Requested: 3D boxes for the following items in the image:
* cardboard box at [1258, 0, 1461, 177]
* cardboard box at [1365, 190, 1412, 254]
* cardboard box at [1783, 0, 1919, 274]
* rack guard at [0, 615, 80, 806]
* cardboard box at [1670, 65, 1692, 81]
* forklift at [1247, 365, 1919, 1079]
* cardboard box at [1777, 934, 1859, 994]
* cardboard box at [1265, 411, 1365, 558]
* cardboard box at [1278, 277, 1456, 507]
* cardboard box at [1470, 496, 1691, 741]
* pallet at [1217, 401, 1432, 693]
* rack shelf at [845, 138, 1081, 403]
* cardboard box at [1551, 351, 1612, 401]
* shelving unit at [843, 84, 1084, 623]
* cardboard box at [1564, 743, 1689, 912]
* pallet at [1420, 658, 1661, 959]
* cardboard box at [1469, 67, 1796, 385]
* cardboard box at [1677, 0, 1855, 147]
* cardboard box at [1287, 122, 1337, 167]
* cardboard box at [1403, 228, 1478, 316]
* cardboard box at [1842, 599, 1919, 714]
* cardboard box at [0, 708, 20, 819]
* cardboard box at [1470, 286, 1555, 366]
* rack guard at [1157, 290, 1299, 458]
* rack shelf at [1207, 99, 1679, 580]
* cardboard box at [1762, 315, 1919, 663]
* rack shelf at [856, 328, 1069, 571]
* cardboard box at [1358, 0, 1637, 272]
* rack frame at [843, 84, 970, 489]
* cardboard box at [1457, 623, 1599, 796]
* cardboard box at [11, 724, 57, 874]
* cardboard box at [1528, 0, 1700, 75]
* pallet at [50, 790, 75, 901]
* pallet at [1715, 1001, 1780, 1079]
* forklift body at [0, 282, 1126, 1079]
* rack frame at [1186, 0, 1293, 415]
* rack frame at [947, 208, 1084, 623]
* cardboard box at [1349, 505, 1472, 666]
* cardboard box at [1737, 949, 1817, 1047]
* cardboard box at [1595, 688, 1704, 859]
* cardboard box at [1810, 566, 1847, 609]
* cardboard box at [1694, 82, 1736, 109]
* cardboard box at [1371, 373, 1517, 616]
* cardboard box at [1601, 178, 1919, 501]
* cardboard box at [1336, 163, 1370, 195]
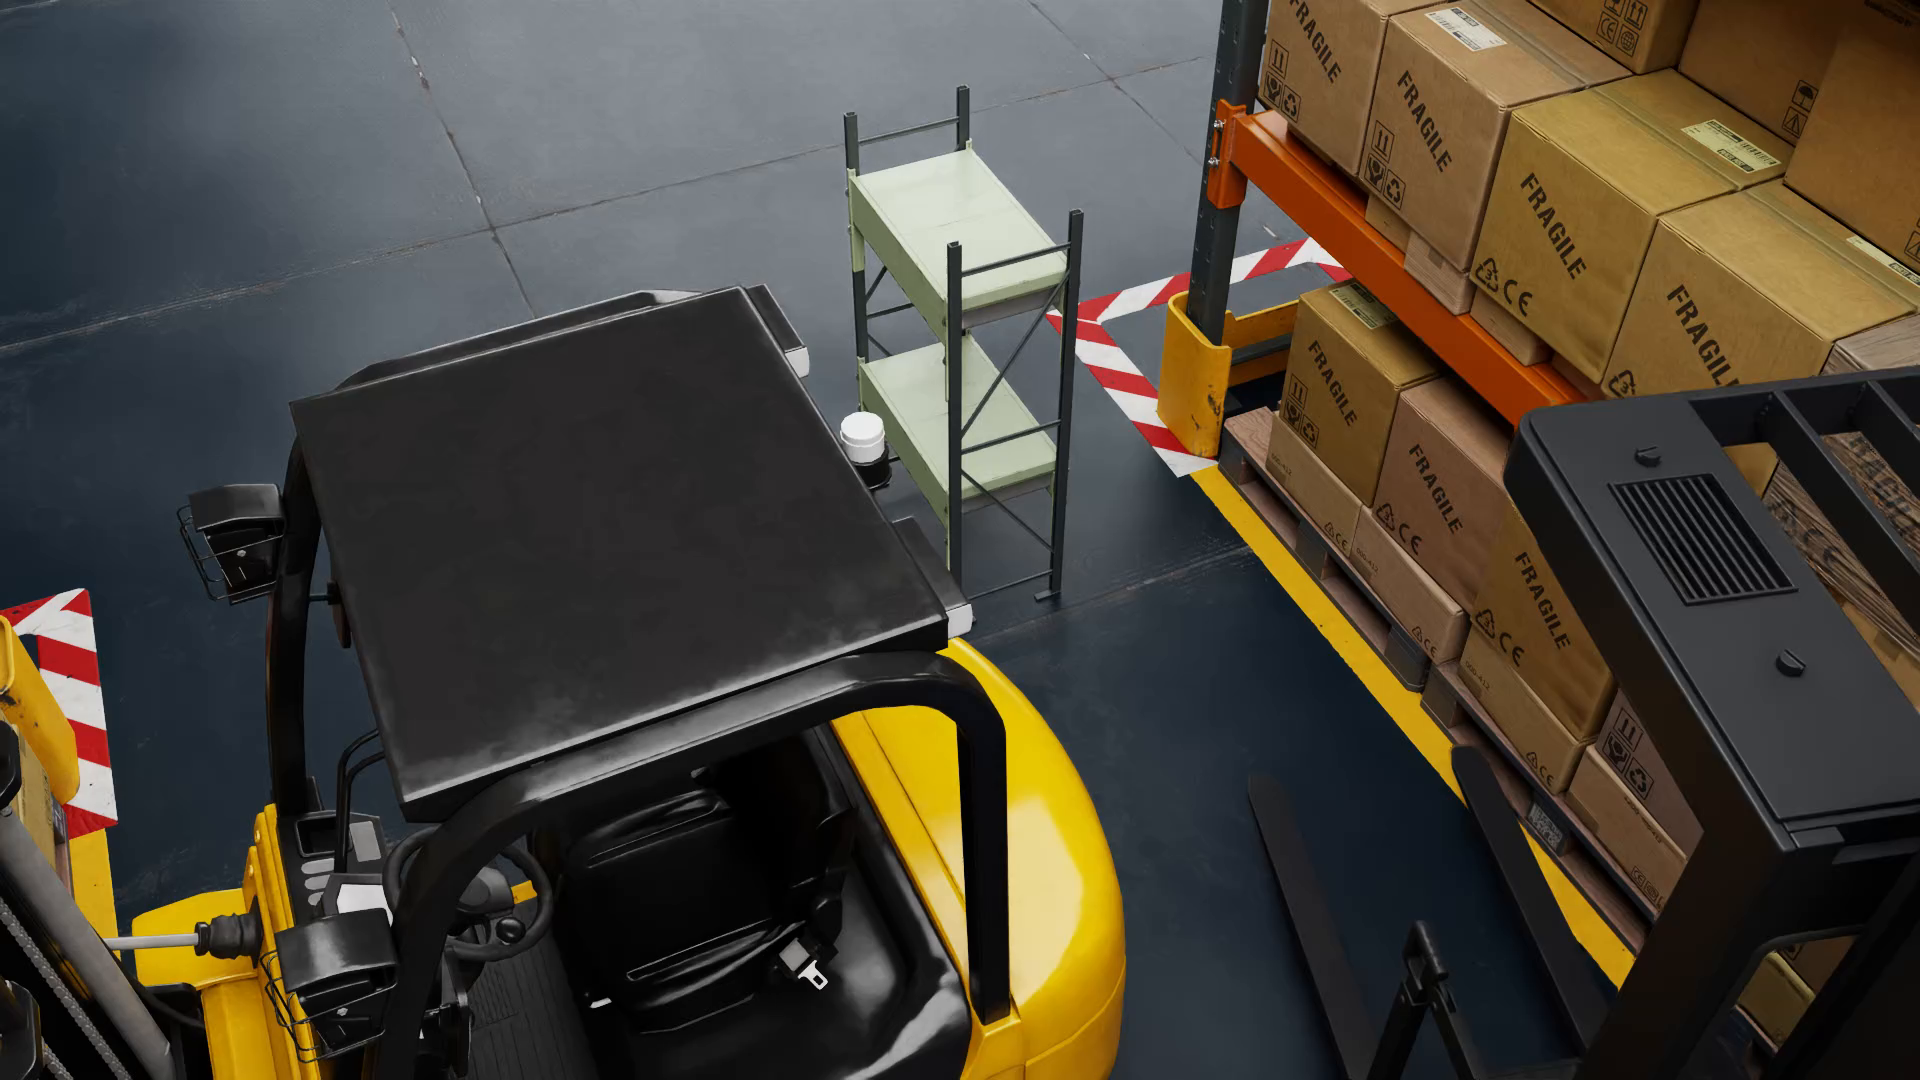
[{"bbox_3d":[1.234,-1.440,4.790,0.500,0.500,0.500,-19,48,-18],"label":"cardboard box"},{"bbox_3d":[1.399,-0.965,4.771,0.380,0.149,0.250,-19,48,-19],"label":"cardboard box"},{"bbox_3d":[2.297,-0.940,3.572,0.700,0.500,0.500,-18,47,-18],"label":"cardboard box"},{"bbox_3d":[-3.225,0.661,4.724,1.175,0.500,0.348,-18,47,-17],"label":"rack guard"},{"bbox_3d":[1.971,-1.238,4.586,0.500,0.500,0.500,-18,47,-17],"label":"cardboard box"},{"bbox_3d":[1.400,0.799,2.854,1.130,2.935,3.031,-7,45,-7],"label":"forklift"},{"bbox_3d":[2.261,0.808,3.920,0.500,0.500,0.500,-17,47,-17],"label":"cardboard box"},{"bbox_3d":[1.375,-0.257,5.533,0.500,0.250,0.500,-18,48,-18],"label":"cardboard box"},{"bbox_3d":[1.385,-0.509,5.255,0.500,0.500,0.500,-20,48,-19],"label":"cardboard box"},{"bbox_3d":[1.813,0.145,4.592,0.500,0.500,0.500,-17,47,-17],"label":"cardboard box"},{"bbox_3d":[1.628,-0.113,5.714,1.003,0.211,1.213,-18,47,-17],"label":"pallet"},{"bbox_3d":[-0.003,-0.816,4.953,0.431,0.370,0.720,-18,47,-17],"label":"rack shelf"},{"bbox_3d":[1.769,-0.484,4.284,0.380,0.149,0.250,-17,47,-16],"label":"cardboard box"},{"bbox_3d":[-0.003,-0.538,5.228,0.431,1.500,0.755,-18,47,-17],"label":"shelving unit"},{"bbox_3d":[2.034,0.737,4.526,0.500,0.250,0.500,-17,47,-17],"label":"cardboard box"},{"bbox_3d":[2.137,0.664,4.927,1.003,0.211,1.213,-18,47,-17],"label":"pallet"},{"bbox_3d":[1.670,-0.786,4.128,0.500,0.500,0.500,-19,48,-18],"label":"cardboard box"},{"bbox_3d":[2.213,-1.299,3.936,0.700,0.500,0.500,-19,48,-18],"label":"cardboard box"},{"bbox_3d":[1.242,-1.315,5.126,0.380,0.149,0.250,-18,47,-17],"label":"cardboard box"},{"bbox_3d":[1.464,-0.790,4.594,0.380,0.149,0.250,-17,47,-17],"label":"cardboard box"},{"bbox_3d":[2.127,0.195,3.595,0.380,0.149,0.250,-19,48,-18],"label":"cardboard box"},{"bbox_3d":[-2.727,0.656,4.253,0.500,0.250,0.500,-19,48,-18],"label":"cardboard box"},{"bbox_3d":[1.603,-0.635,4.437,0.380,0.149,0.250,-17,47,-16],"label":"cardboard box"},{"bbox_3d":[1.319,-0.744,6.148,1.175,0.500,0.348,-18,47,-17],"label":"rack guard"},{"bbox_3d":[2.128,-0.151,4.280,1.077,0.370,4.000,-18,47,-17],"label":"rack shelf"},{"bbox_3d":[2.111,-0.139,3.473,0.500,0.500,0.500,-17,47,-16],"label":"cardboard box"},{"bbox_3d":[-0.003,-0.306,5.457,0.431,0.370,0.720,-18,47,-17],"label":"rack shelf"},{"bbox_3d":[1.455,-1.110,4.457,0.500,0.500,0.500,-17,47,-16],"label":"cardboard box"},{"bbox_3d":[-0.157,-0.771,5.464,0.400,1.500,0.023,-18,47,-17],"label":"rack frame"},{"bbox_3d":[1.824,0.415,4.853,0.500,0.250,0.500,-15,47,-15],"label":"cardboard box"},{"bbox_3d":[-2.731,0.822,4.440,0.500,0.250,0.500,-18,47,-17],"label":"cardboard box"},{"bbox_3d":[1.906,-1.593,4.234,0.700,0.500,0.500,-18,47,-17],"label":"cardboard box"},{"bbox_3d":[-2.856,1.254,4.329,1.003,0.211,1.213,-18,47,-17],"label":"pallet"},{"bbox_3d":[2.654,1.442,4.138,1.003,0.211,1.213,-18,47,-17],"label":"pallet"},{"bbox_3d":[-0.763,0.758,3.450,2.313,2.155,1.214,-18,47,-17],"label":"forklift body"},{"bbox_3d":[1.287,-1.682,5.319,1.000,3.000,0.127,-18,47,-17],"label":"rack frame"},{"bbox_3d":[0.151,-0.305,4.991,0.400,1.500,0.023,-18,47,-17],"label":"rack frame"},{"bbox_3d":[1.583,0.071,5.201,0.500,0.250,0.500,-16,47,-16],"label":"cardboard box"},{"bbox_3d":[2.243,1.063,4.196,0.500,0.250,0.500,-19,48,-18],"label":"cardboard box"},{"bbox_3d":[2.045,0.483,4.249,0.500,0.500,0.500,-16,47,-15],"label":"cardboard box"},{"bbox_3d":[2.046,0.023,3.769,0.380,0.149,0.250,-19,48,-18],"label":"cardboard box"},{"bbox_3d":[2.178,-0.918,4.262,0.500,0.500,0.500,-18,47,-18],"label":"cardboard box"},{"bbox_3d":[1.609,-0.177,4.918,0.500,0.500,0.500,-20,48,-19],"label":"cardboard box"},{"bbox_3d":[1.891,-0.464,3.802,0.500,0.500,0.500,-19,48,-18],"label":"cardboard box"},{"bbox_3d":[1.361,-1.158,4.967,0.380,0.149,0.250,-17,47,-17],"label":"cardboard box"}]
